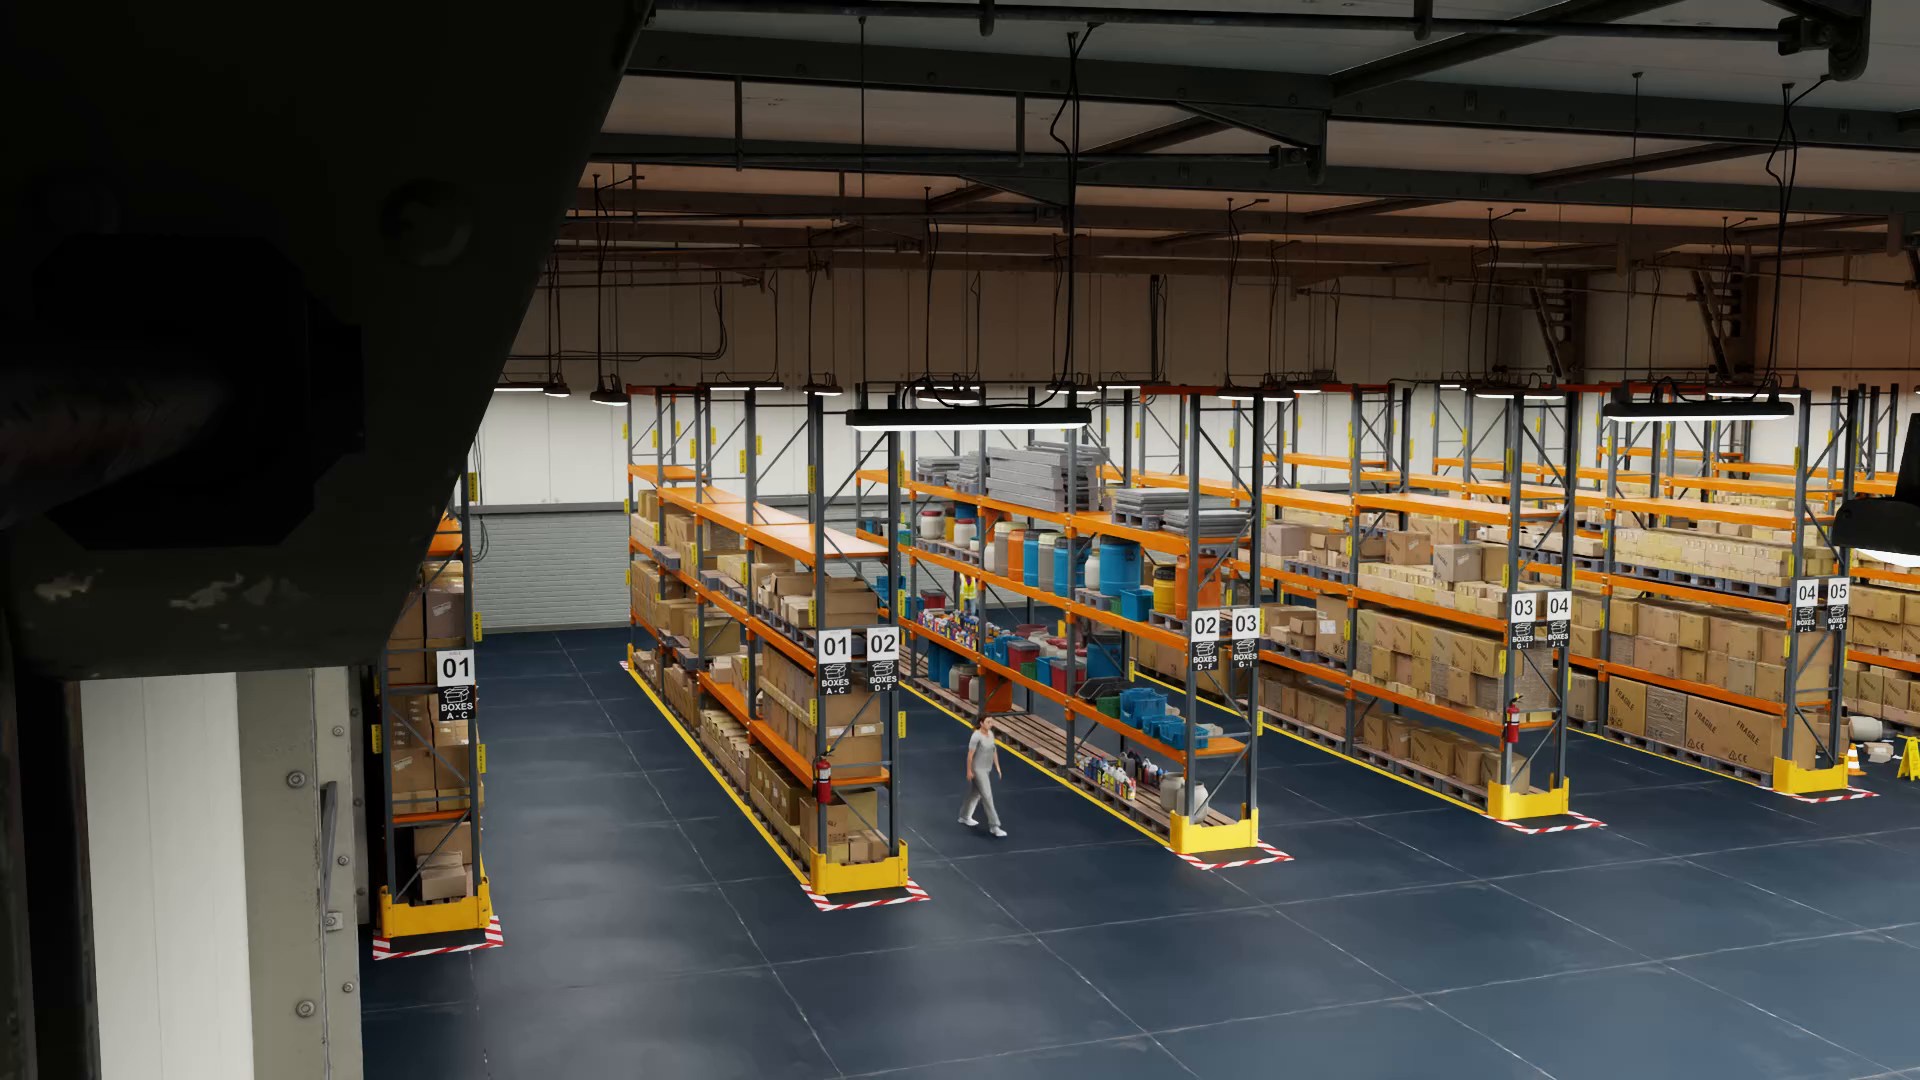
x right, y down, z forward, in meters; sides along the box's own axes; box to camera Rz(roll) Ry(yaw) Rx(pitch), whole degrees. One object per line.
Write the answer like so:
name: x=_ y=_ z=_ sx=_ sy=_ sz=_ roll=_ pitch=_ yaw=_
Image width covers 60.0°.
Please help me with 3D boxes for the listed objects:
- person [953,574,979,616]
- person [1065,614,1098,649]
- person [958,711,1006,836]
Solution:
person: x=0.188 y=1.384 z=39.905 sx=0.738 sy=1.668 sz=0.689 roll=-1 pitch=6 yaw=-11
person: x=2.552 y=1.919 z=34.177 sx=0.573 sy=1.715 sz=1.115 roll=-3 pitch=6 yaw=-24
person: x=0.339 y=3.150 z=22.728 sx=0.928 sy=1.624 sz=0.486 roll=4 pitch=7 yaw=32
